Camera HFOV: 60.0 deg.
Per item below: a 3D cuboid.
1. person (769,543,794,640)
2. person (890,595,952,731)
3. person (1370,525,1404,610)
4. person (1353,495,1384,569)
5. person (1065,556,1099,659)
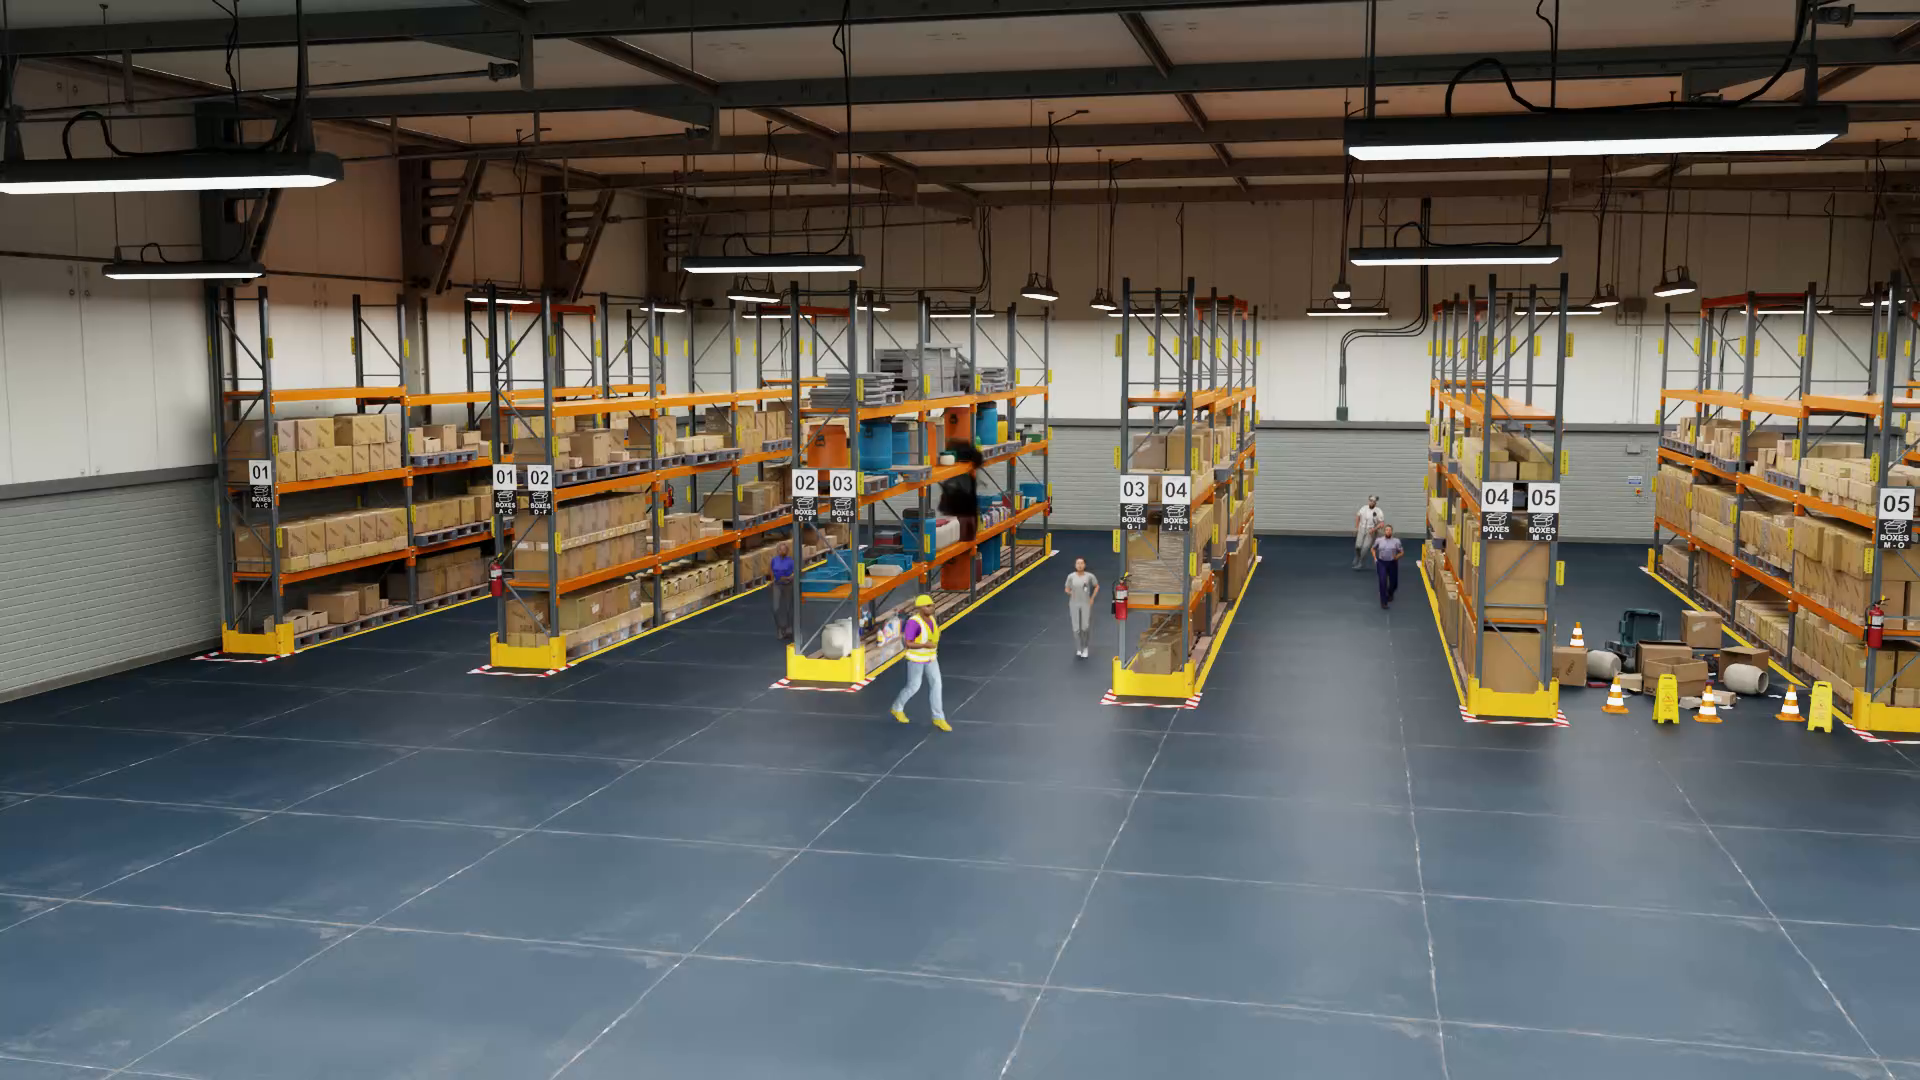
[{"bbox_3d":[-3.064,0.886,28.799,0.536,1.690,0.801,0,7,4],"label":"person"},{"bbox_3d":[-0.522,1.597,21.936,0.935,1.781,0.654,6,9,41],"label":"person"},{"bbox_3d":[8.259,0.511,32.160,0.620,1.611,0.762,1,7,10],"label":"person"},{"bbox_3d":[9.250,-0.176,37.722,0.687,1.711,0.553,3,7,26],"label":"person"},{"bbox_3d":[1.955,1.096,26.875,0.548,1.656,0.616,1,7,10],"label":"person"}]
